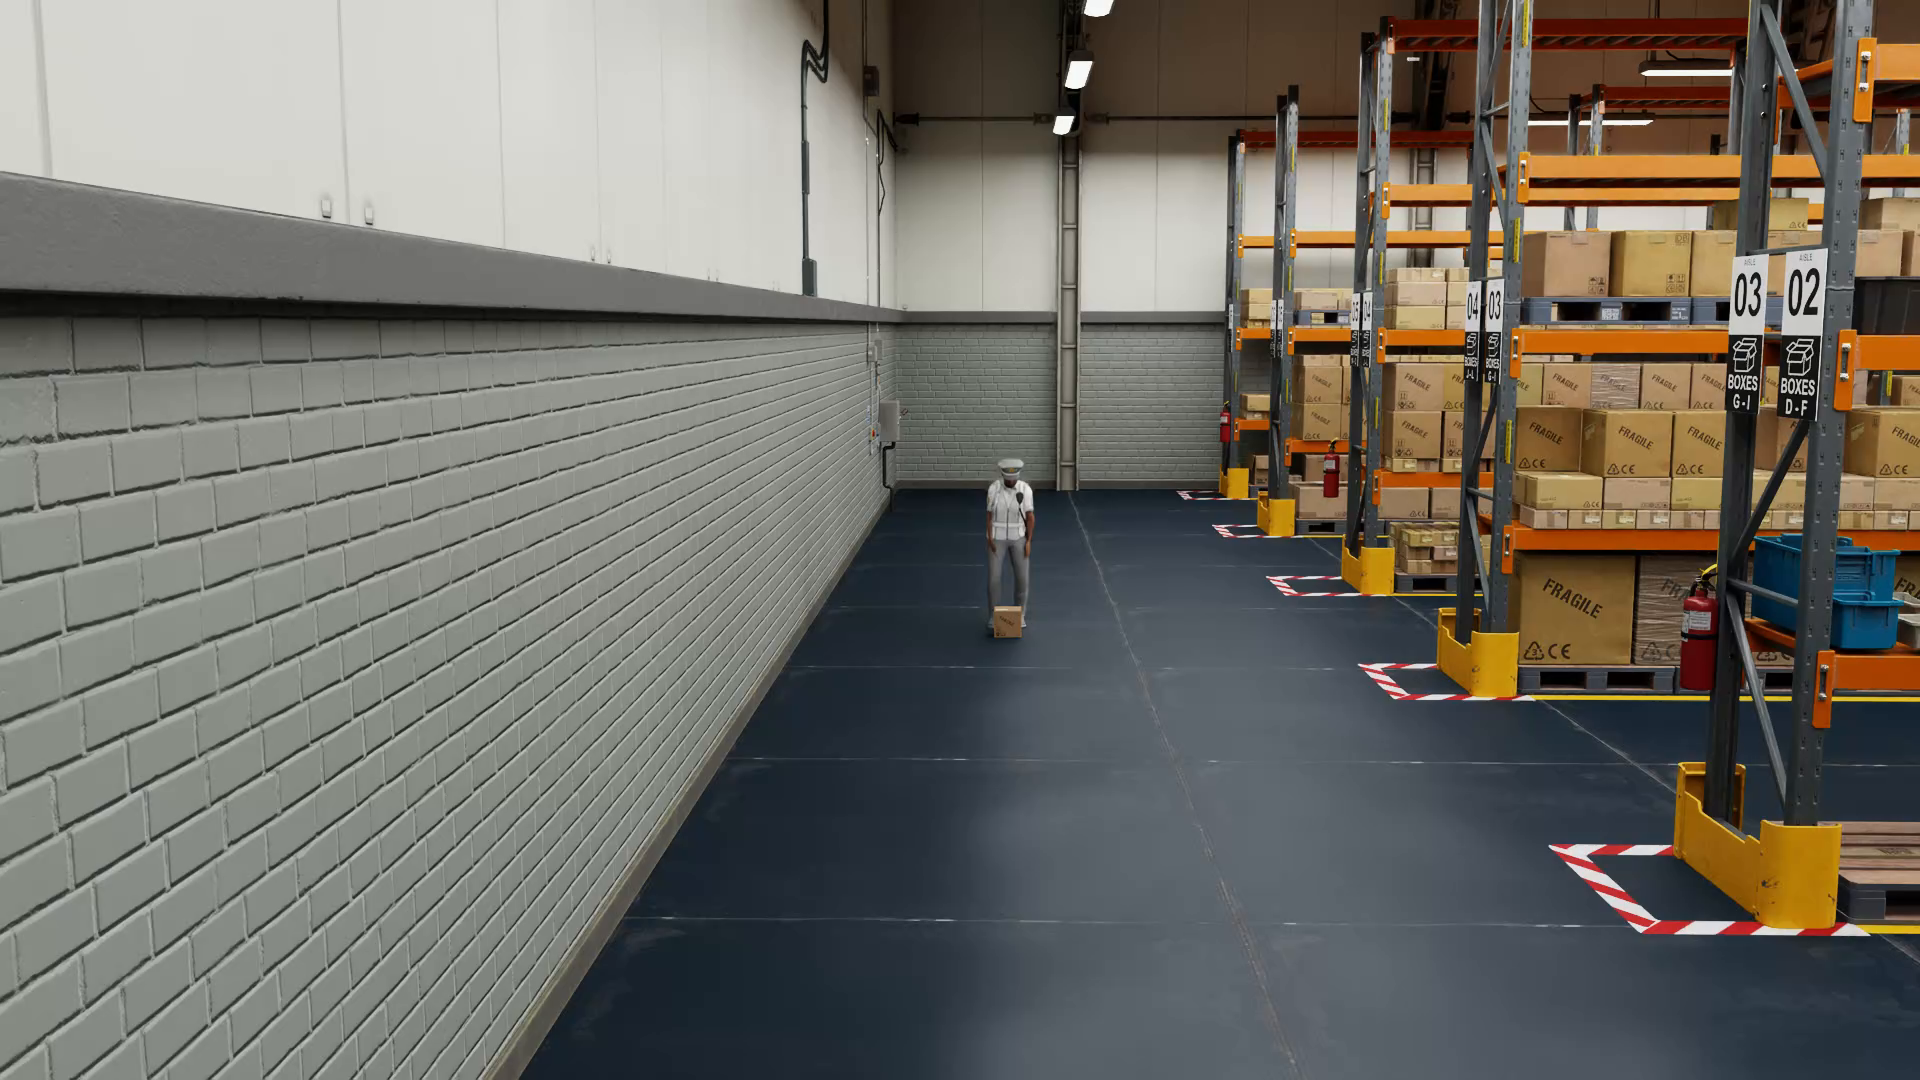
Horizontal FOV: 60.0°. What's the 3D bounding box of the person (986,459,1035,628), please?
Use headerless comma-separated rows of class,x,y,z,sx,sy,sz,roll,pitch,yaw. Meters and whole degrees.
person,0.478,0.031,15.777,0.461,1.615,0.460,0,7,3
